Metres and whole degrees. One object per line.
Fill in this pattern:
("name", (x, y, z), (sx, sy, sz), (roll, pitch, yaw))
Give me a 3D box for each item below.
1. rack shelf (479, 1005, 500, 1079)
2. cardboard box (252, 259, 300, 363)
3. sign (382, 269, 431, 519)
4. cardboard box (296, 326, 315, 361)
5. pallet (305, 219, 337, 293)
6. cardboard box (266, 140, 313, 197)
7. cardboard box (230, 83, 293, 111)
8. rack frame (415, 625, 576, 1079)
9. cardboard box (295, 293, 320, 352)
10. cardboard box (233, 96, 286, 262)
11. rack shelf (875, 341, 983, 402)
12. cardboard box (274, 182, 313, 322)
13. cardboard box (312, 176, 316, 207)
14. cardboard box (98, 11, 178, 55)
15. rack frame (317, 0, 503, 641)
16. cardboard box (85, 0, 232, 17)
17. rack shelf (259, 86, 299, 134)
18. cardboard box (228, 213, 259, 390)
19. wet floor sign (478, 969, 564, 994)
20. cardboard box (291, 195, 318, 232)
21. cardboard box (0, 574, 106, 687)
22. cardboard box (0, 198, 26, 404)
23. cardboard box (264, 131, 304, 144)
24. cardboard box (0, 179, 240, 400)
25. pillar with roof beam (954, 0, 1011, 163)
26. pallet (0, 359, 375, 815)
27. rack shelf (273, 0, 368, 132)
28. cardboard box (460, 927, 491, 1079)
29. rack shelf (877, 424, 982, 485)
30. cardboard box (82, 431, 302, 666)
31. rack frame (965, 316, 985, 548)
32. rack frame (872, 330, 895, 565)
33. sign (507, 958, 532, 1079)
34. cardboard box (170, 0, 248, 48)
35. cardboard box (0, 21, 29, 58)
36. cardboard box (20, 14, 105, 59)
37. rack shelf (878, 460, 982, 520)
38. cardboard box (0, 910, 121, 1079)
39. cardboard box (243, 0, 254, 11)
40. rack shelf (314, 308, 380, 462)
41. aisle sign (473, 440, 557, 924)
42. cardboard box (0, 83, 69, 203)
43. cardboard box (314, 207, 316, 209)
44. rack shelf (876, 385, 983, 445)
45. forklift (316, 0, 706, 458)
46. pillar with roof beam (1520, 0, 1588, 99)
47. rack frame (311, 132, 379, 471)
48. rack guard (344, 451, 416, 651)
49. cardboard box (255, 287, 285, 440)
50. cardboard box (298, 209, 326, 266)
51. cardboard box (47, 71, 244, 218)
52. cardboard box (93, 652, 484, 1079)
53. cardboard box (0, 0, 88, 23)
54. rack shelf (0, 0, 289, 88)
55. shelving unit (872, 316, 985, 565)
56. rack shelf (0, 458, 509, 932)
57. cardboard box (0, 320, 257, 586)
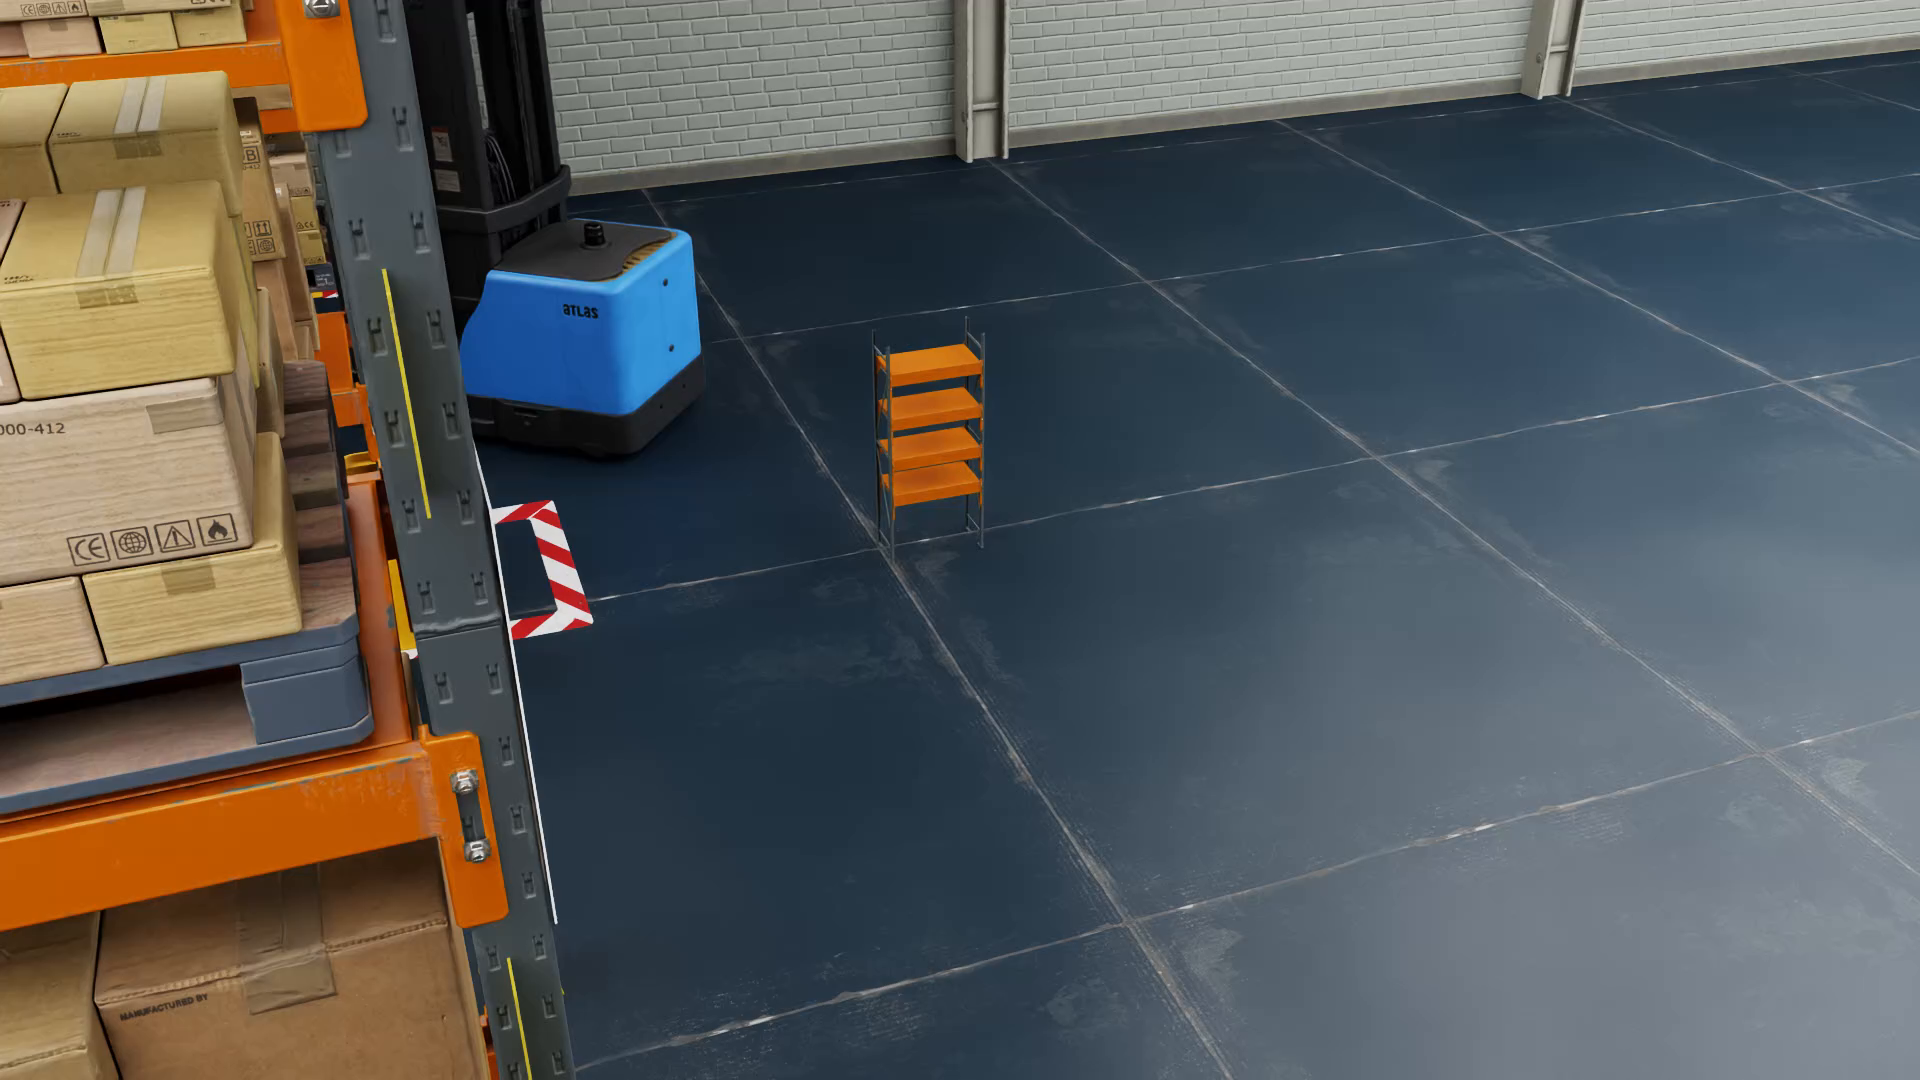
("rack shelf", (-2.786, 1.866, 3.172), (4.000, 0.370, 1.077), (-10, 31, -18))
("cardboard box", (-3.145, -1.023, 7.113), (0.500, 0.500, 0.500), (-11, 31, -19))
("sign", (-0.736, -0.192, 2.212), (0.005, 0.325, 0.100), (-10, 31, -18))
("cardboard box", (-3.008, -0.798, 7.375), (0.250, 0.149, 0.380), (-9, 31, -16))
("pallet", (-5.169, -2.011, 12.066), (1.213, 0.211, 1.003), (-10, 31, -18))
("cardboard box", (-4.790, -2.572, 11.577), (0.500, 0.250, 0.500), (-9, 31, -16))
("cardboard box", (-4.837, -3.210, 11.254), (0.500, 0.500, 0.500), (-11, 32, -19))
("rack frame", (-0.912, 1.208, 3.600), (0.127, 3.000, 1.000), (-10, 31, -18))
("cardboard box", (-3.123, -1.000, 7.728), (0.250, 0.149, 0.380), (-10, 31, -17))
("cardboard box", (-3.135, -1.489, 6.922), (0.500, 0.500, 0.700), (-11, 32, -19))
("rack shelf", (-0.155, -0.834, 8.208), (0.480, 0.148, 0.258), (-10, 31, -18))
("cardboard box", (-3.273, -1.291, 7.584), (0.500, 0.500, 0.500), (-11, 31, -18))
("cardboard box", (-4.980, -2.594, 12.121), (0.500, 0.250, 0.500), (-10, 31, -17))
("cardboard box", (-3.191, -2.016, 6.482), (0.250, 0.149, 0.380), (-10, 31, -17))
("rack frame", (-0.912, -1.399, 2.115), (0.127, 3.000, 1.000), (-10, 31, -18))
("cardboard box", (-3.118, -2.225, 6.447), (0.500, 0.250, 0.500), (-11, 31, -18))
("rack shelf", (-6.341, -2.716, 11.213), (4.000, 0.370, 1.077), (-10, 31, -18))
("cardboard box", (-1.454, -0.421, 2.755), (0.500, 0.250, 0.500), (-11, 31, -18))
("wet floor sign", (-1.575, 1.307, 5.804), (0.232, 0.644, 0.267), (-16, 33, -26))
("cardboard box", (-4.814, -2.350, 11.692), (0.500, 0.250, 0.500), (-11, 31, -18))
("cardboard box", (-1.342, 0.045, 2.338), (0.250, 0.149, 0.380), (-10, 31, -17))
("cardboard box", (-1.344, -0.301, 2.141), (0.250, 0.149, 0.380), (-10, 31, -17))
("cardboard box", (-4.983, -2.801, 11.979), (0.500, 0.250, 0.500), (-11, 31, -18))
("cardboard box", (-1.109, -0.343, 2.215), (0.250, 0.149, 0.380), (-10, 31, -17))
("pillar with roof beam", (1.691, -5.317, 8.991), (0.400, 9.000, 9.100), (-10, 31, -18))
("pallet", (-1.603, 0.076, 2.646), (1.213, 0.211, 1.003), (-10, 31, -18))
("rack shelf", (-2.786, -0.567, 1.786), (4.000, 0.370, 1.077), (-10, 31, -18))
("cardboard box", (-1.244, 1.228, 3.413), (0.550, 0.550, 0.875), (-10, 31, -18))
("rack shelf", (-0.155, -0.434, 8.436), (0.480, 0.148, 0.258), (-10, 31, -18))
("cardboard box", (-1.105, 0.002, 2.414), (0.250, 0.149, 0.380), (-11, 31, -18))
("rack frame", (0.074, -0.535, 8.477), (0.015, 1.200, 0.240), (-10, 31, -18))
("rack frame", (-0.384, -0.451, 8.329), (0.015, 1.200, 0.240), (-10, 31, -18))
("sign", (-0.736, 0.856, 2.809), (0.005, 0.325, 0.100), (-10, 31, -18))
("cardboard box", (-2.969, -2.074, 6.584), (0.250, 0.149, 0.380), (-10, 31, -17))
("cardboard box", (-3.713, -1.973, 6.407), (0.250, 0.149, 0.380), (-10, 31, -17))
("cardboard box", (-3.452, -1.986, 6.429), (0.250, 0.149, 0.380), (-9, 31, -16))
("rack shelf", (-0.155, -0.262, 8.534), (0.480, 0.148, 0.258), (-10, 31, -18))
("cardboard box", (-1.756, 0.857, 2.973), (0.550, 0.550, 0.875), (-10, 31, -18))
("cardboard box", (-3.157, -2.359, 7.084), (0.250, 0.149, 0.380), (-10, 31, -18))
("rack shelf", (-4.607, -0.414, 7.172), (4.000, 0.370, 1.077), (-10, 31, -18))
("aisle sign", (-0.741, 0.205, 2.734), (0.004, 0.787, 0.394), (-10, 31, -18))
("cardboard box", (-1.571, -0.606, 2.676), (0.250, 0.149, 0.380), (-10, 31, -17))
("cardboard box", (-4.995, -2.367, 12.228), (0.500, 0.250, 0.500), (-10, 31, -17))
("rack shelf", (-0.155, -0.629, 8.325), (0.480, 0.148, 0.258), (-10, 31, -18))
("forklift", (-3.138, -2.161, 9.582), (3.031, 2.935, 1.130), (9, 31, 15))
("pillar with roof beam", (7.314, -6.352, 10.809), (0.400, 9.000, 9.100), (-10, 31, -18))
("rack frame", (-2.733, -1.071, 7.600), (0.127, 3.000, 1.000), (-10, 31, -18))
("rack guard", (-2.804, 0.028, 8.196), (0.348, 0.500, 1.175), (-10, 31, -18))
("cardboard box", (-1.345, -0.302, 2.948), (0.250, 0.149, 0.380), (-10, 31, -17))
("cardboard box", (-4.797, -2.134, 11.818), (0.500, 0.250, 0.500), (-10, 31, -17))
("cardboard box", (-1.336, -0.649, 2.751), (0.250, 0.149, 0.380), (-10, 31, -17))
("cardboard box", (-1.273, 0.720, 3.215), (0.550, 0.550, 0.875), (-10, 31, -18))
("cardboard box", (-3.595, -2.145, 6.306), (0.500, 0.250, 0.500), (-11, 31, -18))
("rack shelf", (-4.607, -1.717, 6.430), (4.000, 0.370, 1.077), (-10, 31, -18))
("shelving unit", (-0.155, -0.493, 8.403), (0.503, 1.200, 0.258), (-10, 31, -18))
("rack shelf", (-2.786, 0.562, 2.429), (4.000, 0.370, 1.077), (-10, 31, -18))
("cardboard box", (-1.273, -0.171, 2.316), (0.500, 0.250, 0.500), (-10, 31, -17))
